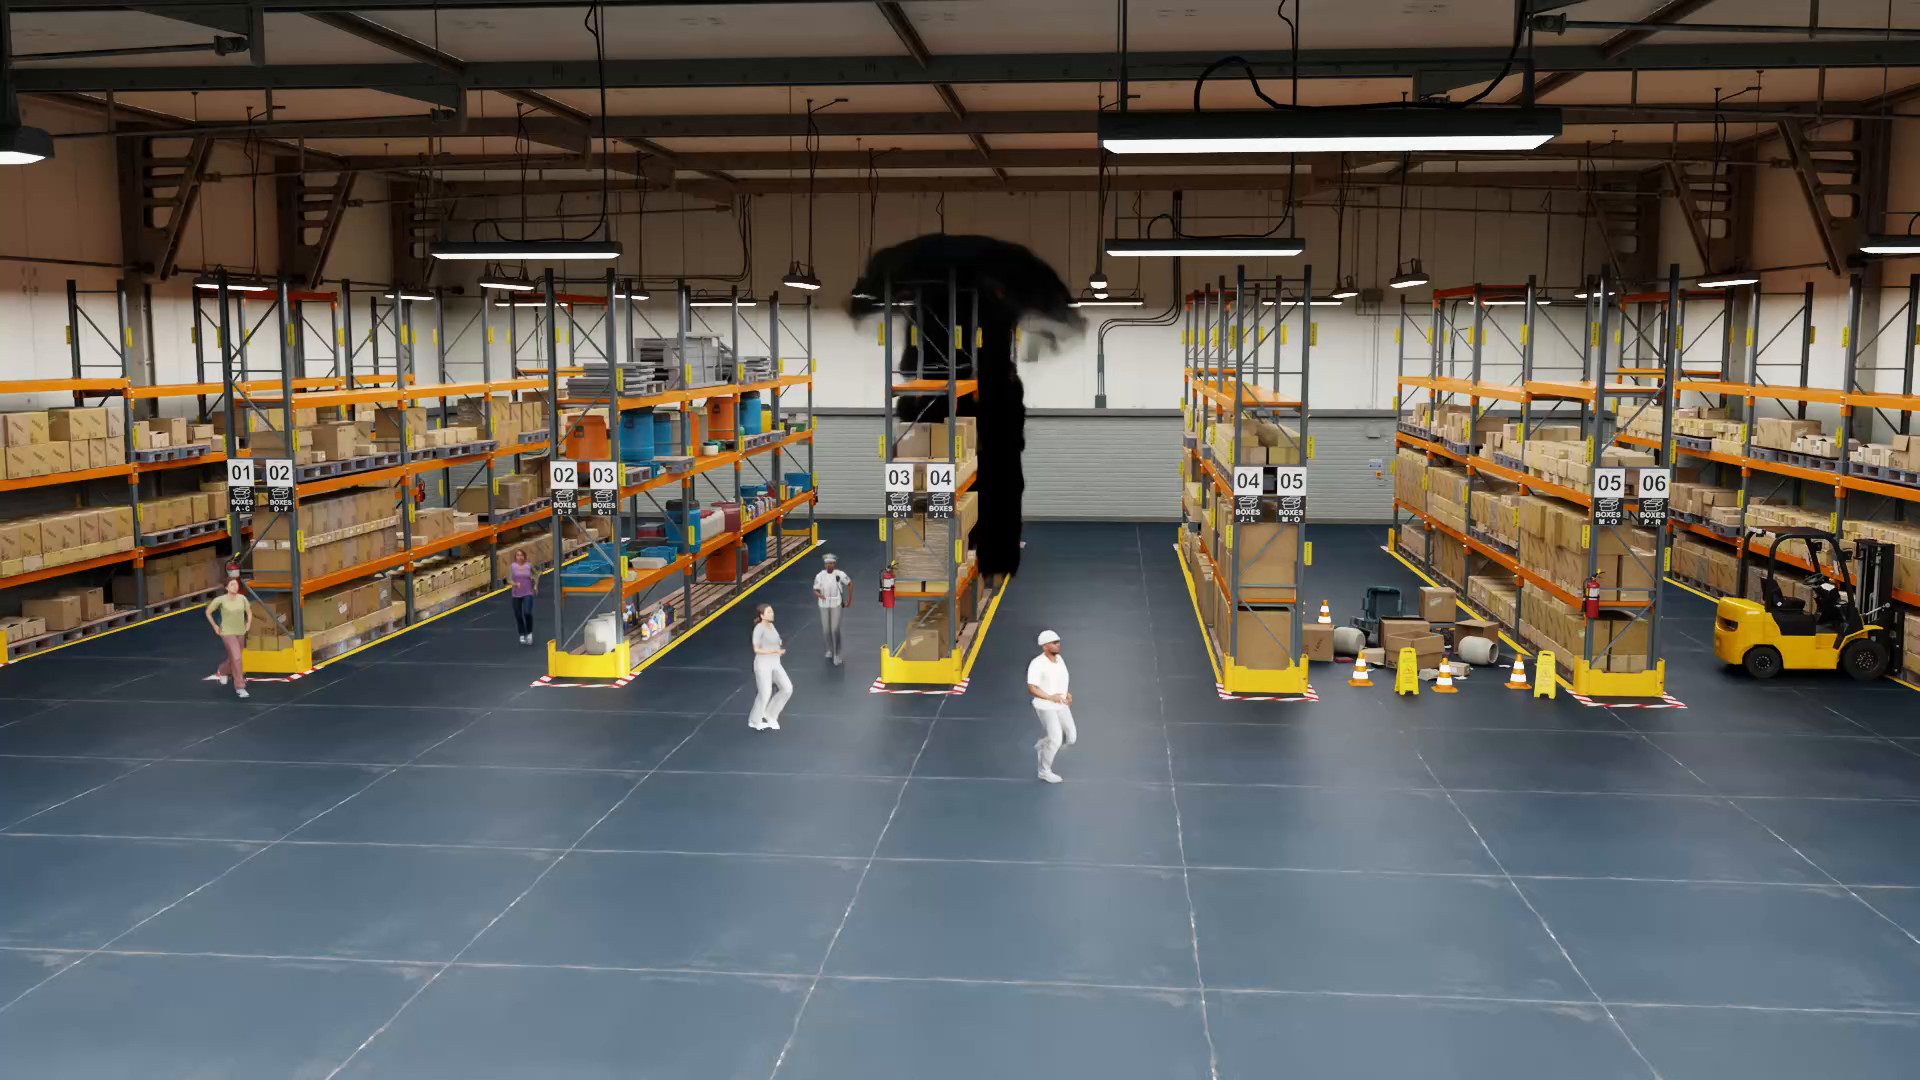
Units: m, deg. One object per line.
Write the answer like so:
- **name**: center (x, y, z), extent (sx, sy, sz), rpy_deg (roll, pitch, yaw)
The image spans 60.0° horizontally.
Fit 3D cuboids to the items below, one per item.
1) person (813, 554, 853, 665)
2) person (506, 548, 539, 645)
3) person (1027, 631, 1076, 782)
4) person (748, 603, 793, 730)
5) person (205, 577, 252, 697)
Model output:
- **person**: center (-1.973, 1.074, 25.662), extent (0.589, 1.756, 0.723), rpy_deg (0, 7, 4)
- **person**: center (-7.116, 0.924, 27.072), extent (0.510, 1.578, 0.644), rpy_deg (-1, 7, -10)
- **person**: center (1.042, 1.876, 18.799), extent (0.582, 1.723, 0.700), rpy_deg (5, 9, 36)
- **person**: center (-2.414, 1.621, 21.141), extent (0.665, 1.649, 0.533), rpy_deg (4, 8, 32)
- **person**: center (-10.295, 1.344, 23.503), extent (0.887, 1.676, 0.599), rpy_deg (5, 9, 36)
